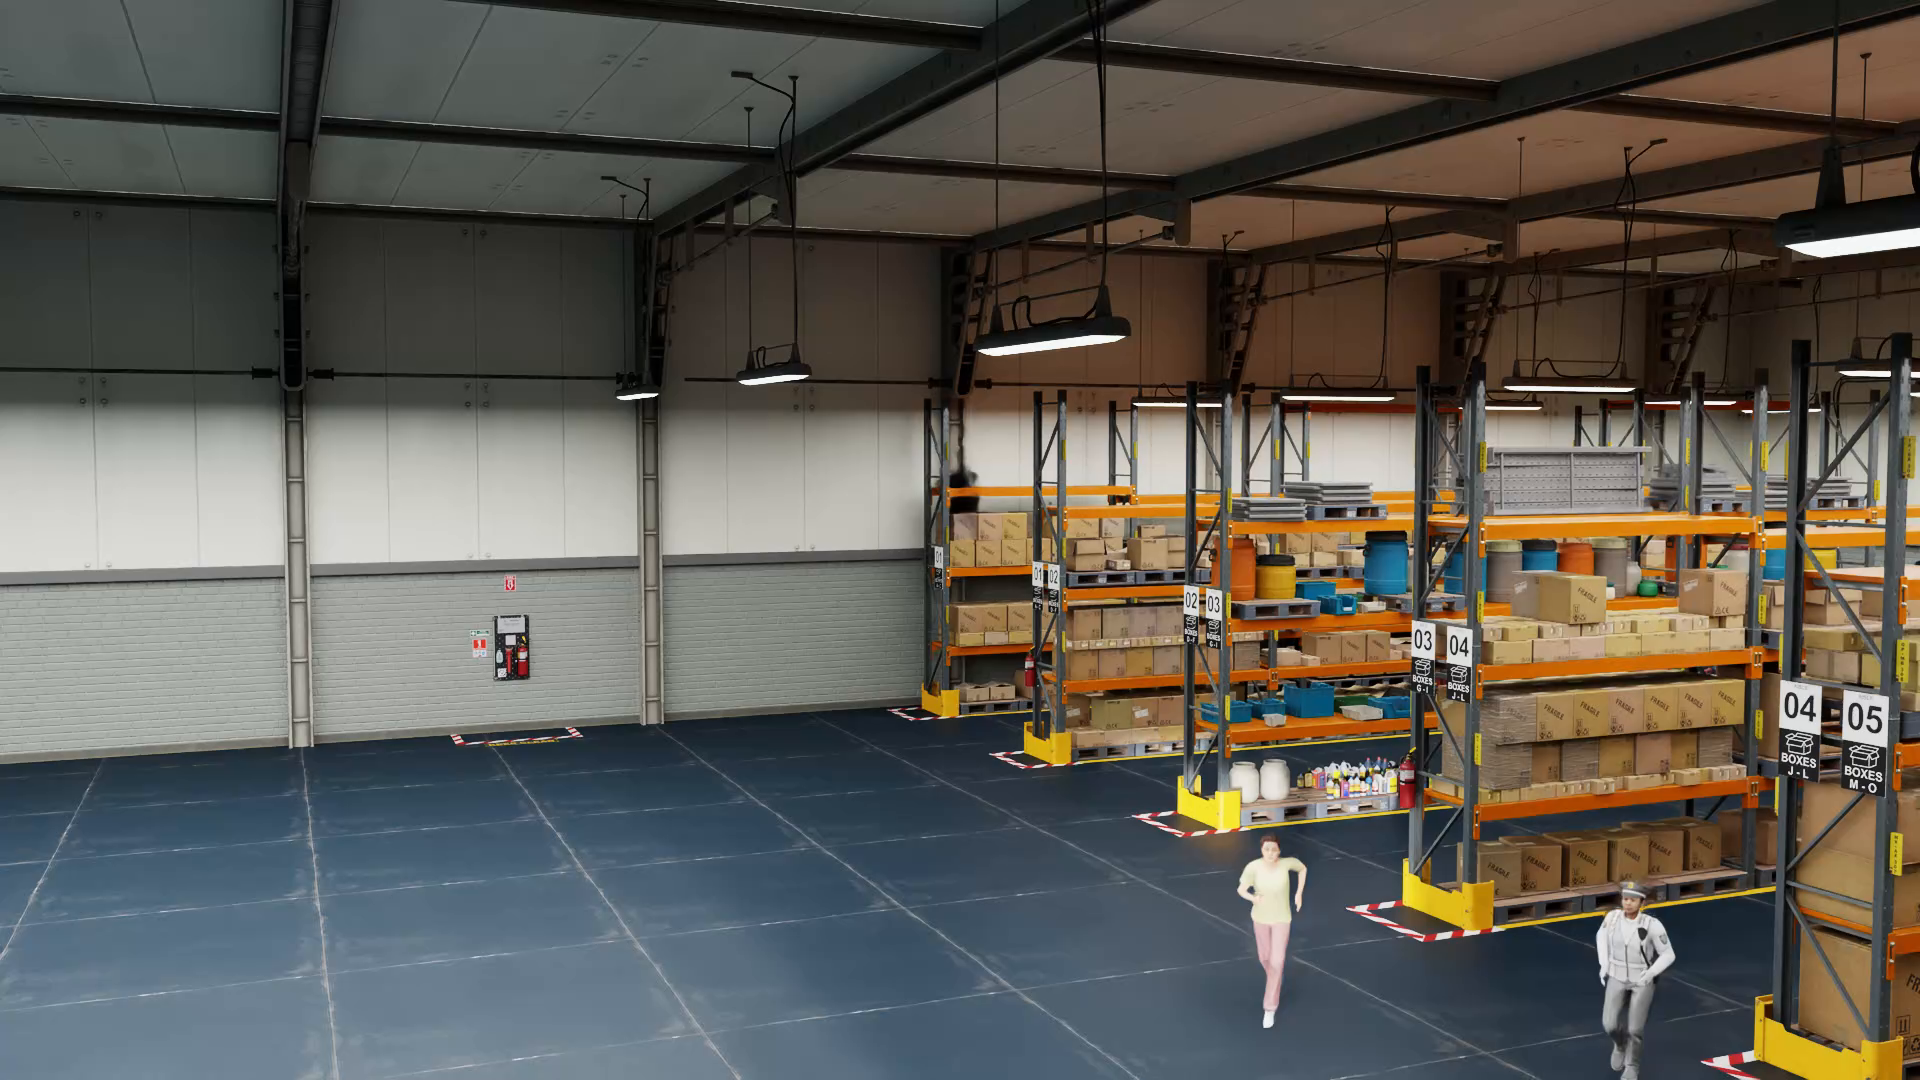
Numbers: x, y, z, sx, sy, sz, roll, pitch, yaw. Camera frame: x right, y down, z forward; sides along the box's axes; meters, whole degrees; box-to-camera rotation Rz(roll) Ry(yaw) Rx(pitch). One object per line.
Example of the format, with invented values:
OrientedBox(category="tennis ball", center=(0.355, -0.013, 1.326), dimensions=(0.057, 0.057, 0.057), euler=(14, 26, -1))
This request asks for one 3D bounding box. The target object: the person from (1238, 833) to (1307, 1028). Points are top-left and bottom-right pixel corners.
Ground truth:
OrientedBox(category="person", center=(2.825, 3.469, 15.055), dimensions=(0.591, 1.716, 0.890), euler=(1, 3, 16))

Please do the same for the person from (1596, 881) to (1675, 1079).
OrientedBox(category="person", center=(5.392, 3.553, 13.362), dimensions=(0.636, 1.656, 0.534), euler=(2, 4, 35))
